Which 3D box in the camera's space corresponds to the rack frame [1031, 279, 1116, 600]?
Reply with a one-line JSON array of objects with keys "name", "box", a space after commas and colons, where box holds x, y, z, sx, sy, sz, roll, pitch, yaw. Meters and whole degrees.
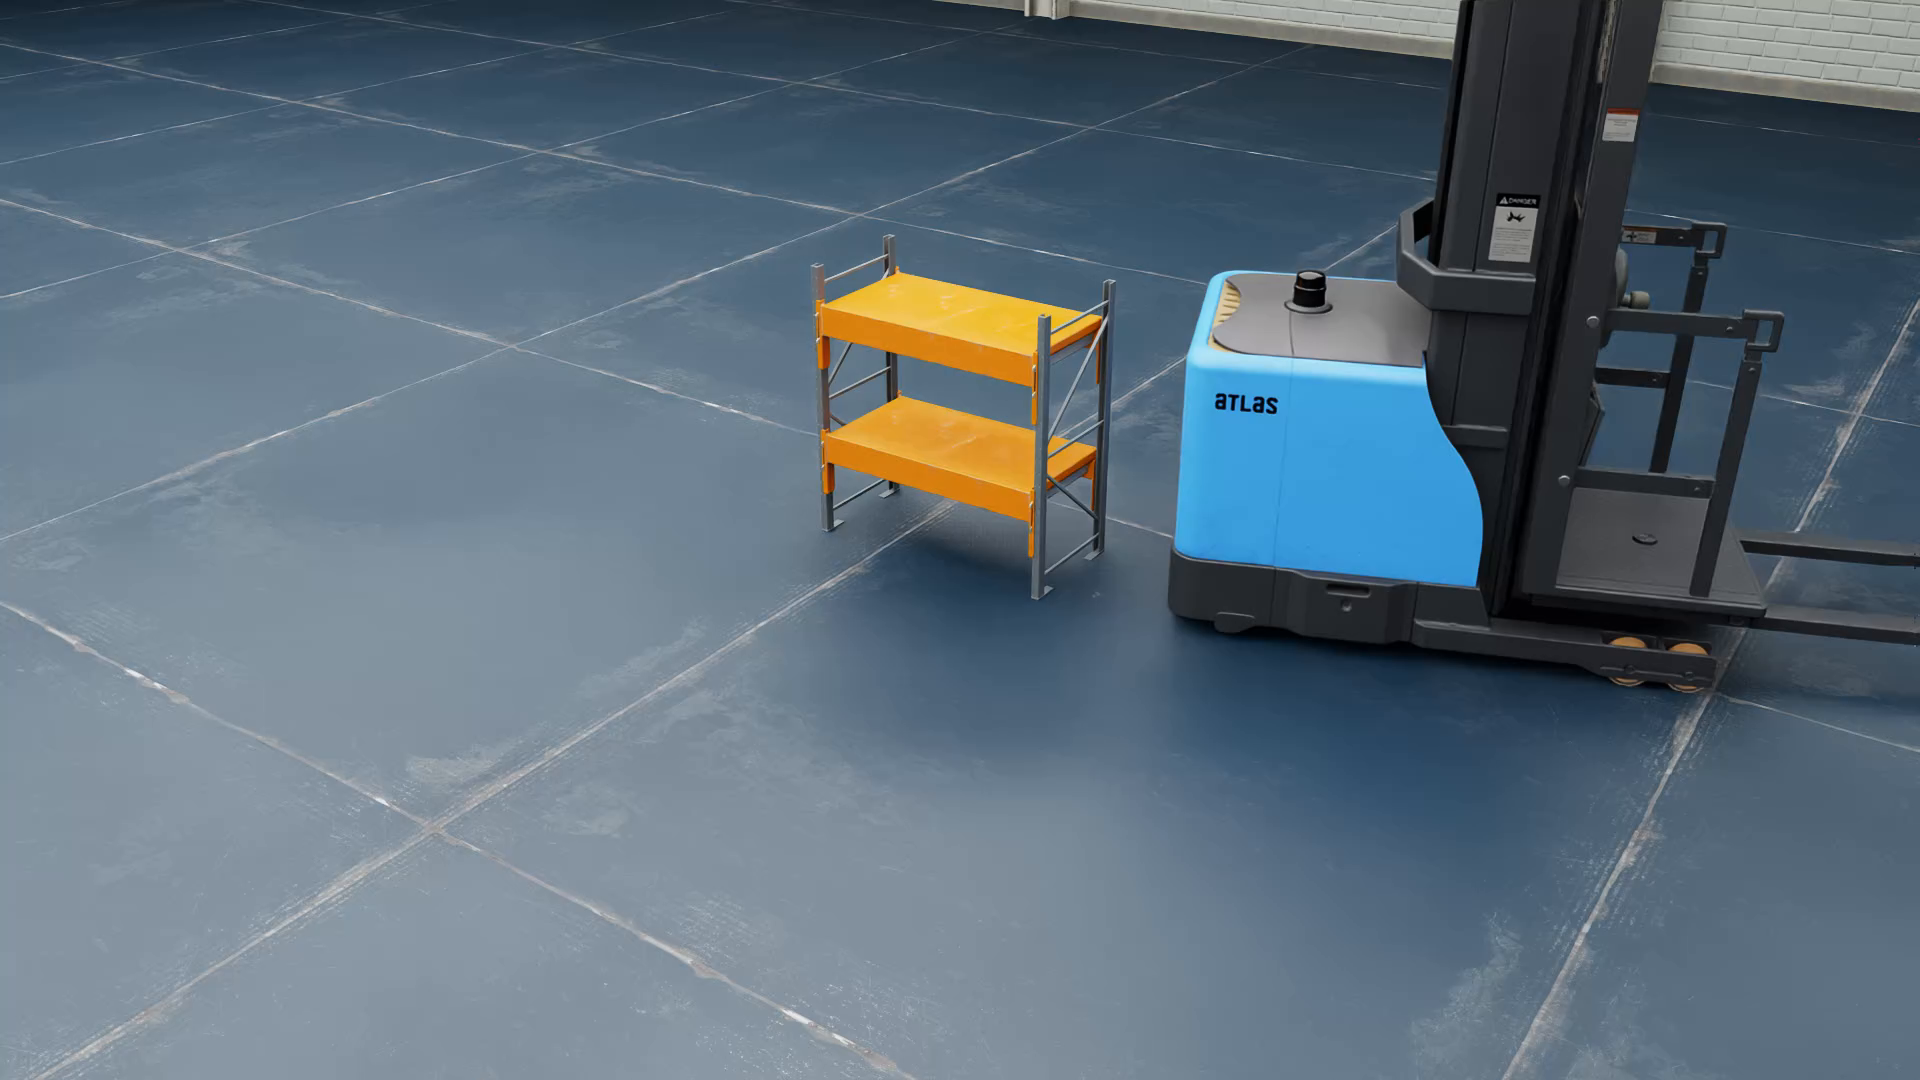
[{"name": "rack frame", "box": [0.425, -0.369, 6.235, 0.032, 1.125, 0.500, 17, 32, 30]}]

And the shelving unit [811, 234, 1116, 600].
[{"name": "shelving unit", "box": [0.006, -0.500, 6.491, 1.048, 1.125, 0.538, 17, 32, 30]}]

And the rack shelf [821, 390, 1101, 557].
[{"name": "rack shelf", "box": [0.006, -0.282, 6.602, 1.000, 0.278, 0.538, 17, 32, 30]}]

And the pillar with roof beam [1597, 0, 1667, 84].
[{"name": "pillar with roof beam", "box": [3.442, -6.456, 9.513, 0.400, 9.000, 9.100, 17, 32, 30]}]

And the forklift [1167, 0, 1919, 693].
[{"name": "forklift", "box": [2.336, -1.046, 5.574, 3.031, 2.935, 1.130, 6, 28, 11]}]

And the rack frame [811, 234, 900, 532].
[{"name": "rack frame", "box": [-0.413, -0.630, 6.748, 0.032, 1.125, 0.500, 17, 32, 30]}]

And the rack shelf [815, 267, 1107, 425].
[{"name": "rack shelf", "box": [0.006, -0.760, 6.359, 1.000, 0.278, 0.538, 17, 32, 30]}]

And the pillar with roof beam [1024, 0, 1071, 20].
[{"name": "pillar with roof beam", "box": [-1.504, -7.996, 12.541, 0.400, 9.000, 9.100, 17, 32, 30]}]
